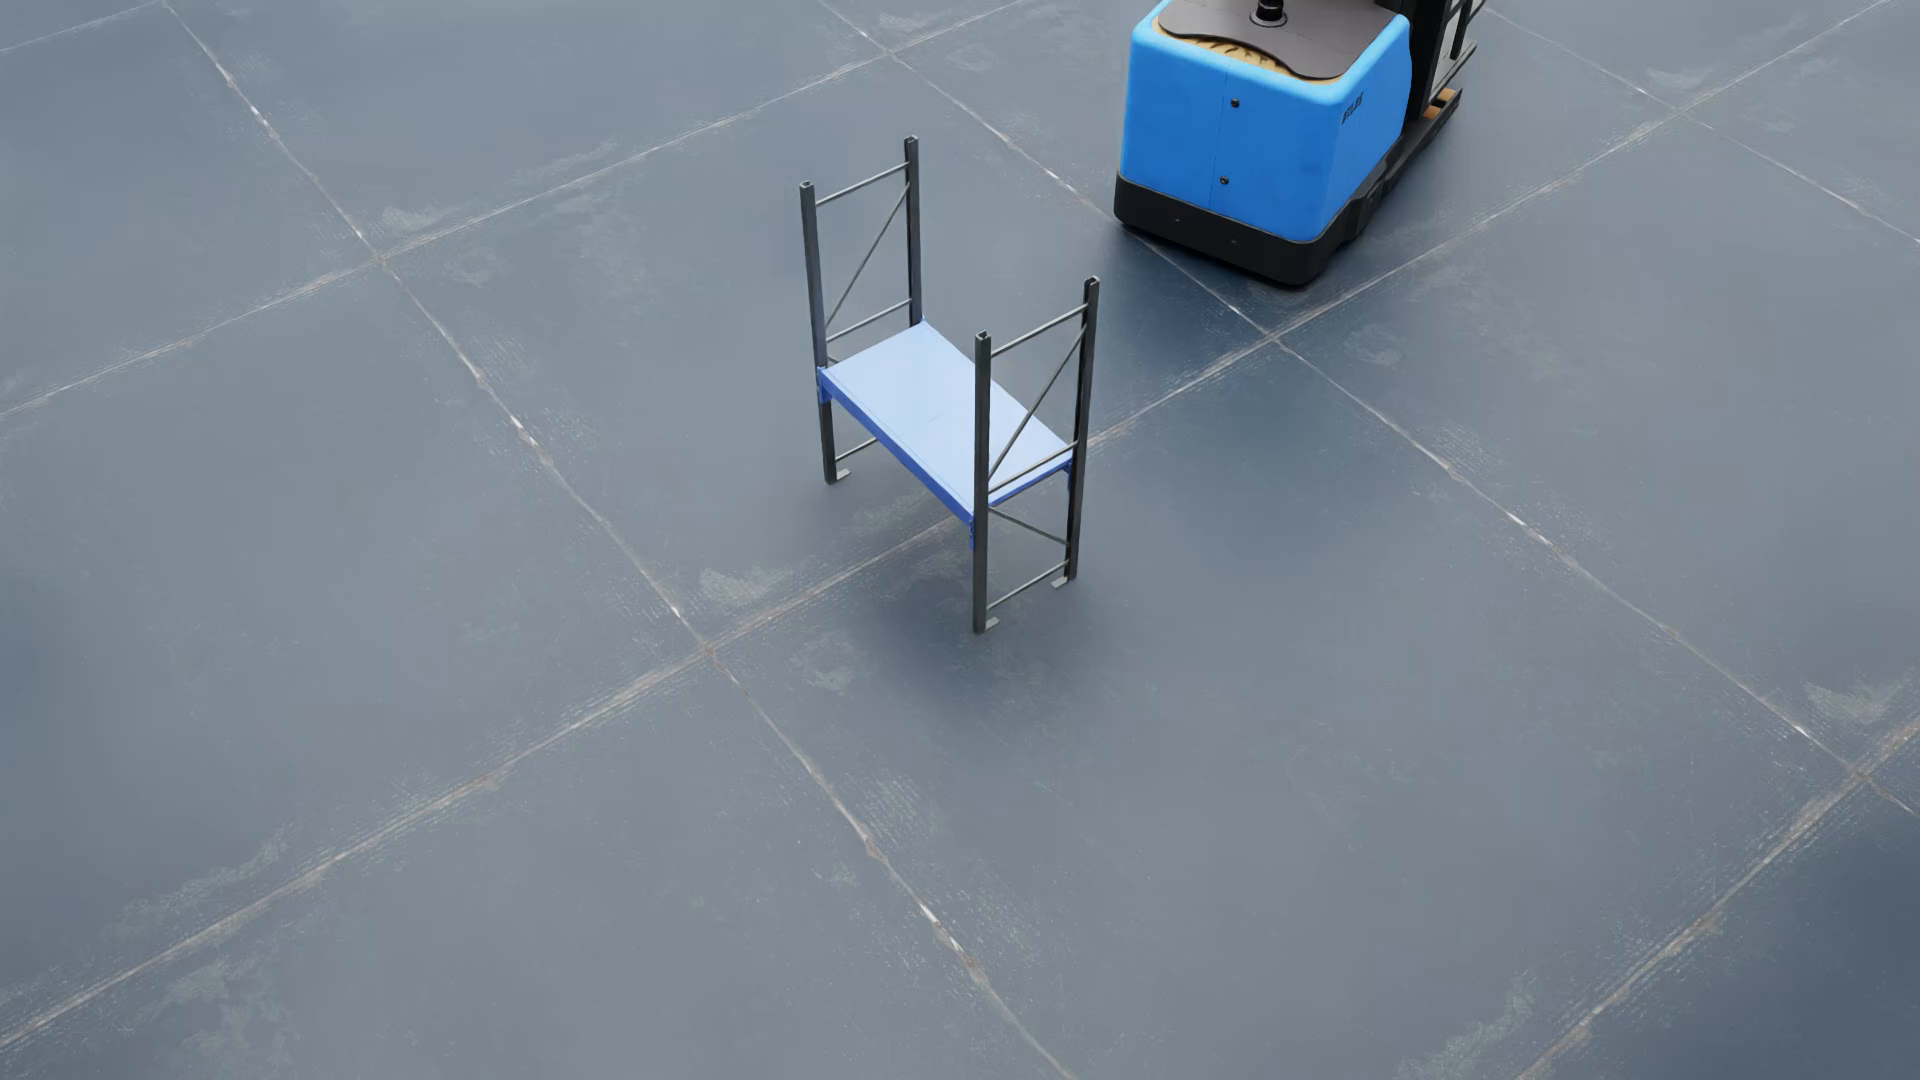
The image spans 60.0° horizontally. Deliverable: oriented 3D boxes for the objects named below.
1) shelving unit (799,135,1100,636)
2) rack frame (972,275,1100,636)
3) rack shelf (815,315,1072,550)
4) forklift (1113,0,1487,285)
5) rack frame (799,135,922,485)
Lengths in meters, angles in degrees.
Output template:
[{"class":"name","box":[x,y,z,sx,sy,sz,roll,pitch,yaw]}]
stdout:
[{"class":"shelving unit","box":[-0.052,-0.554,6.239,0.538,1.500,1.048,-29,54,-24]},{"class":"rack frame","box":[0.256,-0.254,5.967,0.500,1.500,0.032,-29,54,-24]},{"class":"rack shelf","box":[-0.052,-0.433,6.372,0.538,0.185,1.000,-29,54,-24]},{"class":"forklift","box":[1.969,-3.244,7.712,1.130,2.935,3.031,26,53,21]},{"class":"rack frame","box":[-0.359,-0.854,6.511,0.500,1.500,0.032,-29,54,-24]}]
